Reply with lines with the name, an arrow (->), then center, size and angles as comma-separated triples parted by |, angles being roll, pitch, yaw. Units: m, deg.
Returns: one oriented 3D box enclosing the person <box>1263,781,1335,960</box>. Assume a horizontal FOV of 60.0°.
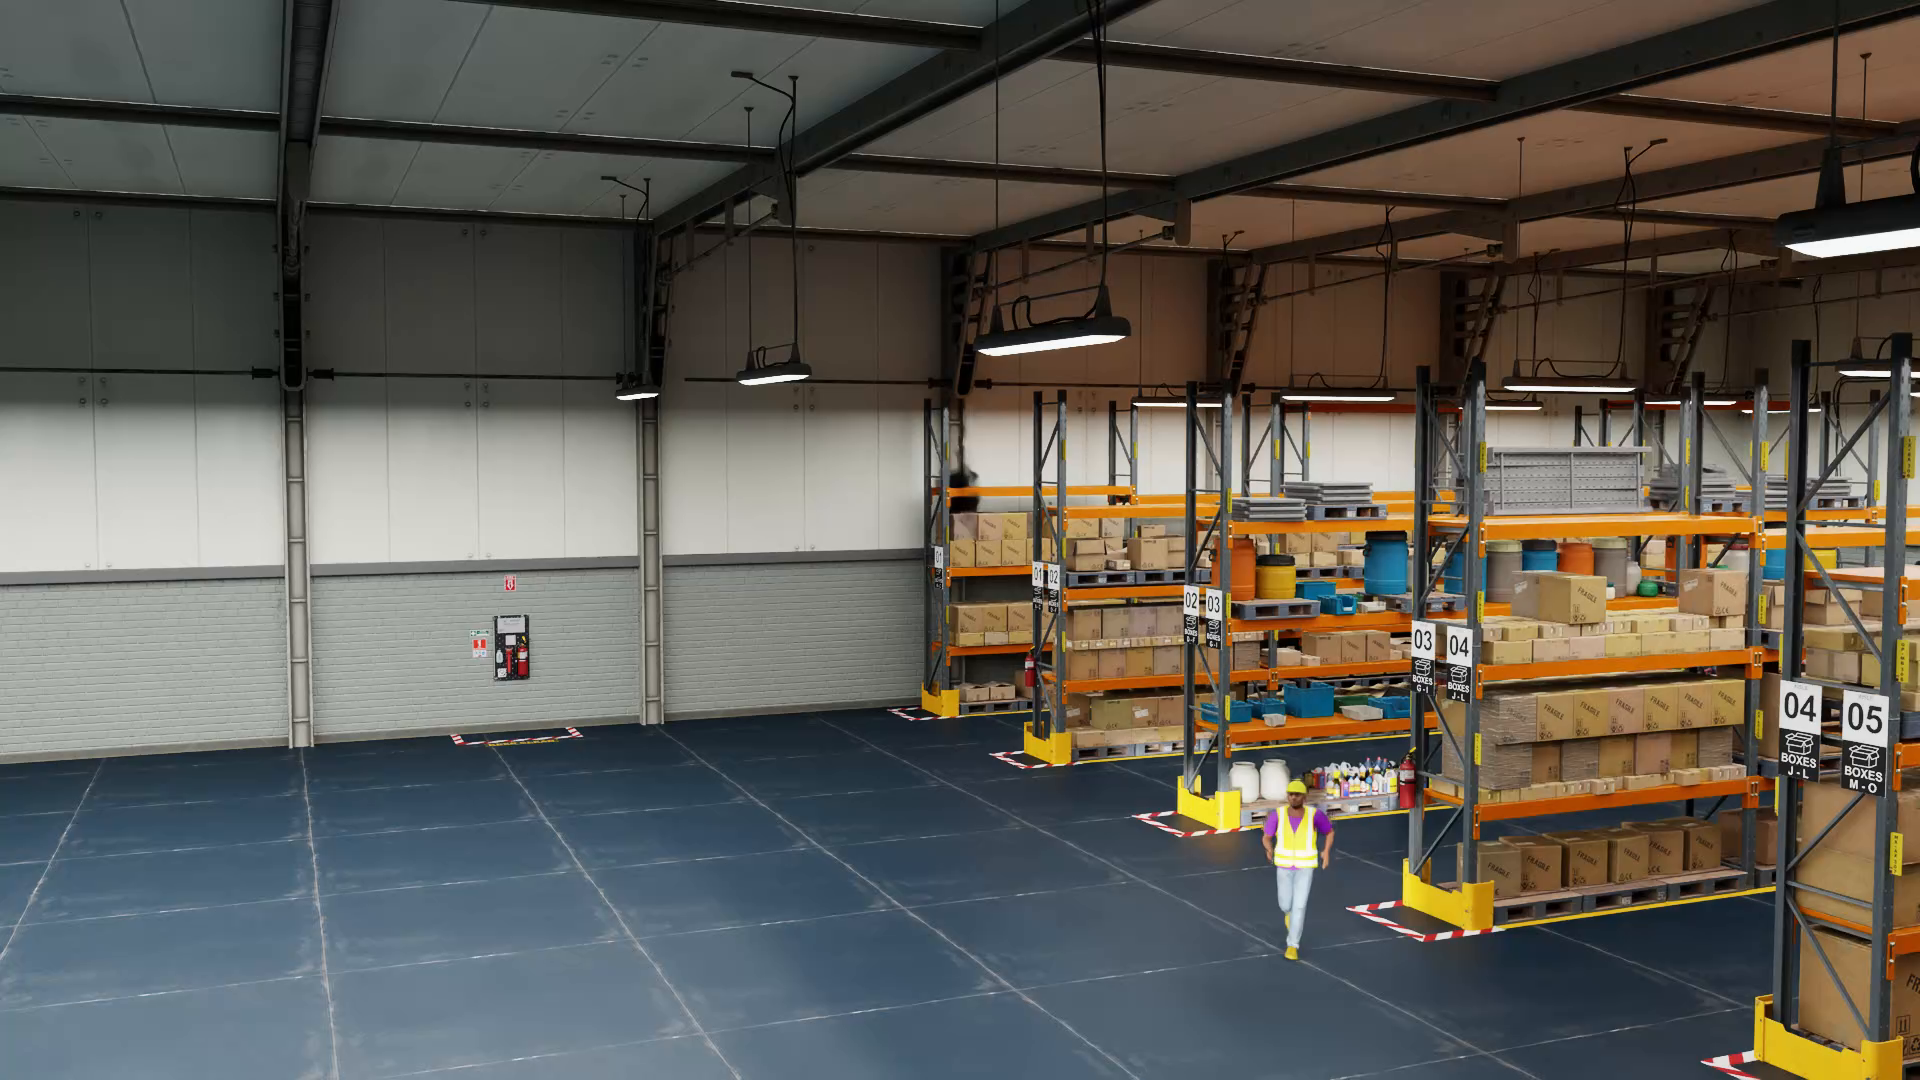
person -> 3.419, 3.308, 16.875 | 0.713, 1.738, 0.919 | 1, 4, 19
